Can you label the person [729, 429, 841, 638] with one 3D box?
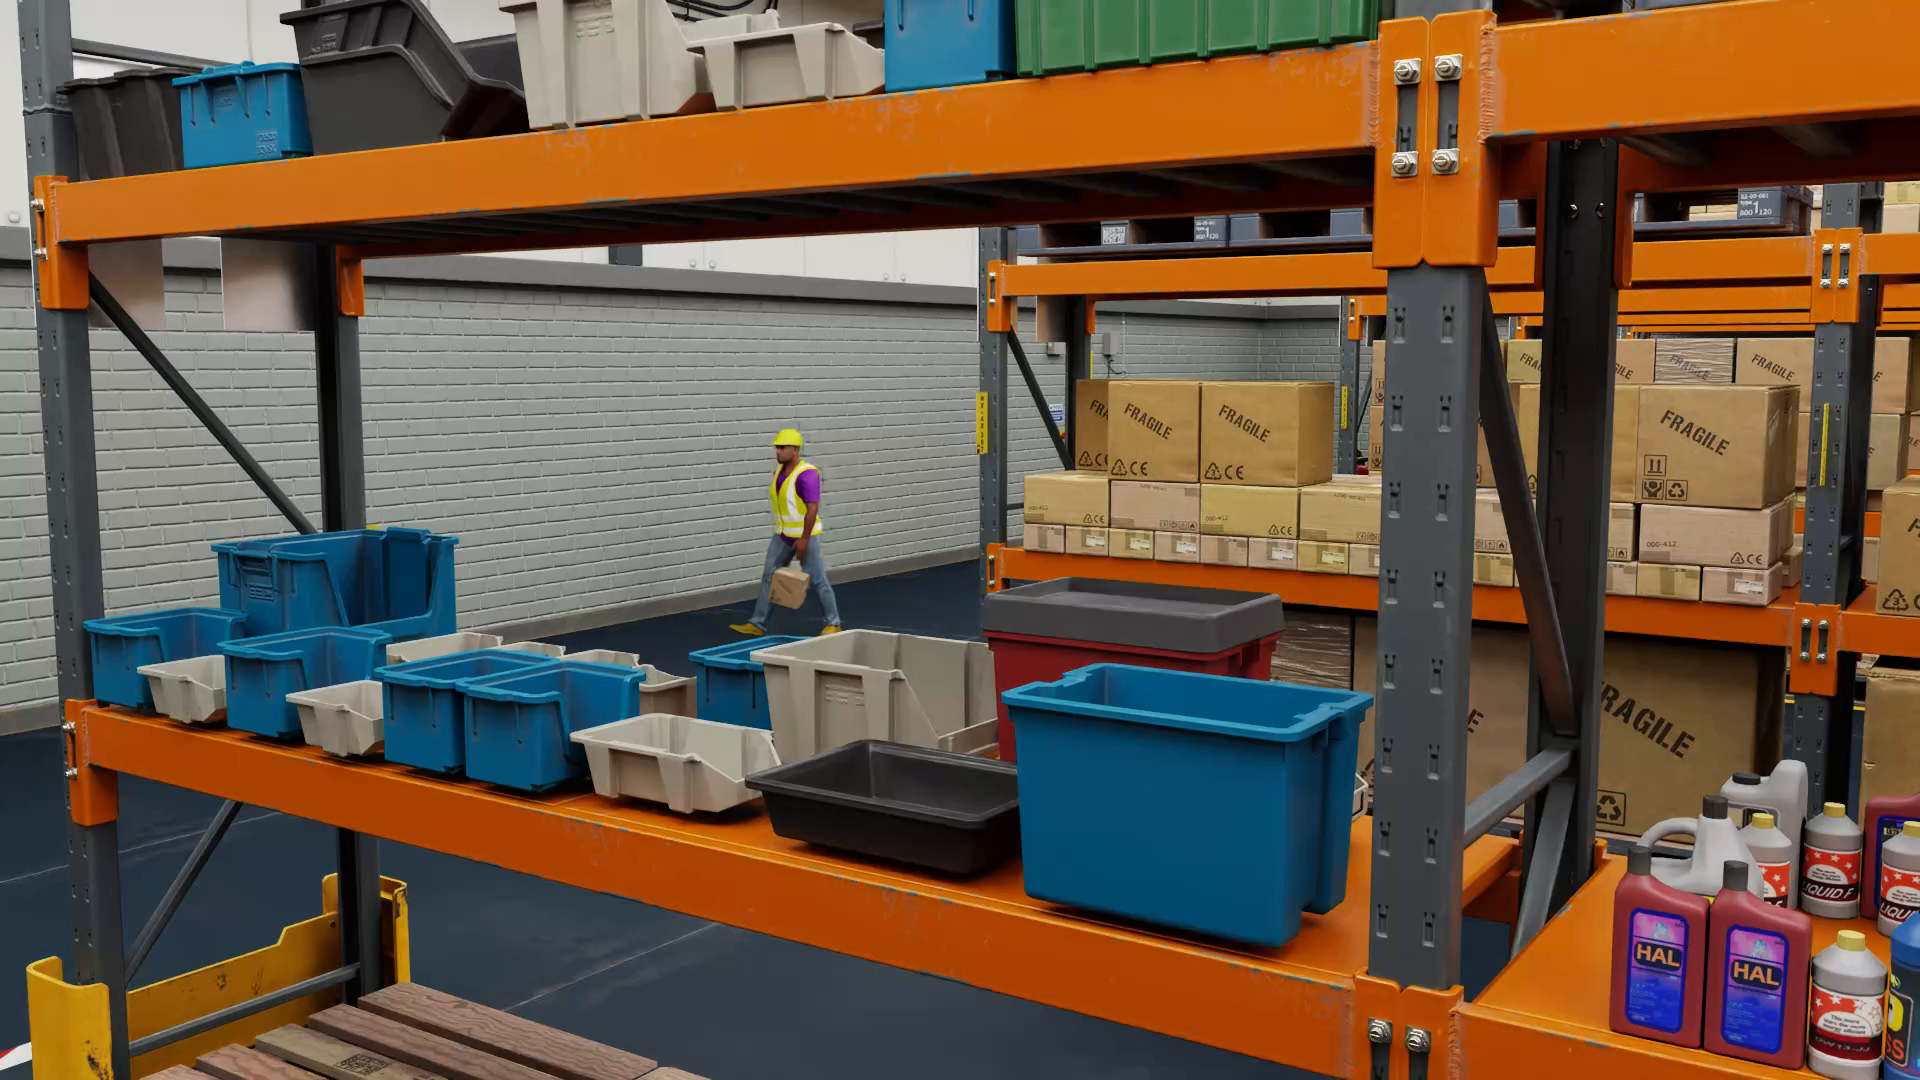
[{"bbox_3d":[-1.388,-0.042,13.575,0.901,1.725,0.602,-5,8,-41],"label":"person"}]
